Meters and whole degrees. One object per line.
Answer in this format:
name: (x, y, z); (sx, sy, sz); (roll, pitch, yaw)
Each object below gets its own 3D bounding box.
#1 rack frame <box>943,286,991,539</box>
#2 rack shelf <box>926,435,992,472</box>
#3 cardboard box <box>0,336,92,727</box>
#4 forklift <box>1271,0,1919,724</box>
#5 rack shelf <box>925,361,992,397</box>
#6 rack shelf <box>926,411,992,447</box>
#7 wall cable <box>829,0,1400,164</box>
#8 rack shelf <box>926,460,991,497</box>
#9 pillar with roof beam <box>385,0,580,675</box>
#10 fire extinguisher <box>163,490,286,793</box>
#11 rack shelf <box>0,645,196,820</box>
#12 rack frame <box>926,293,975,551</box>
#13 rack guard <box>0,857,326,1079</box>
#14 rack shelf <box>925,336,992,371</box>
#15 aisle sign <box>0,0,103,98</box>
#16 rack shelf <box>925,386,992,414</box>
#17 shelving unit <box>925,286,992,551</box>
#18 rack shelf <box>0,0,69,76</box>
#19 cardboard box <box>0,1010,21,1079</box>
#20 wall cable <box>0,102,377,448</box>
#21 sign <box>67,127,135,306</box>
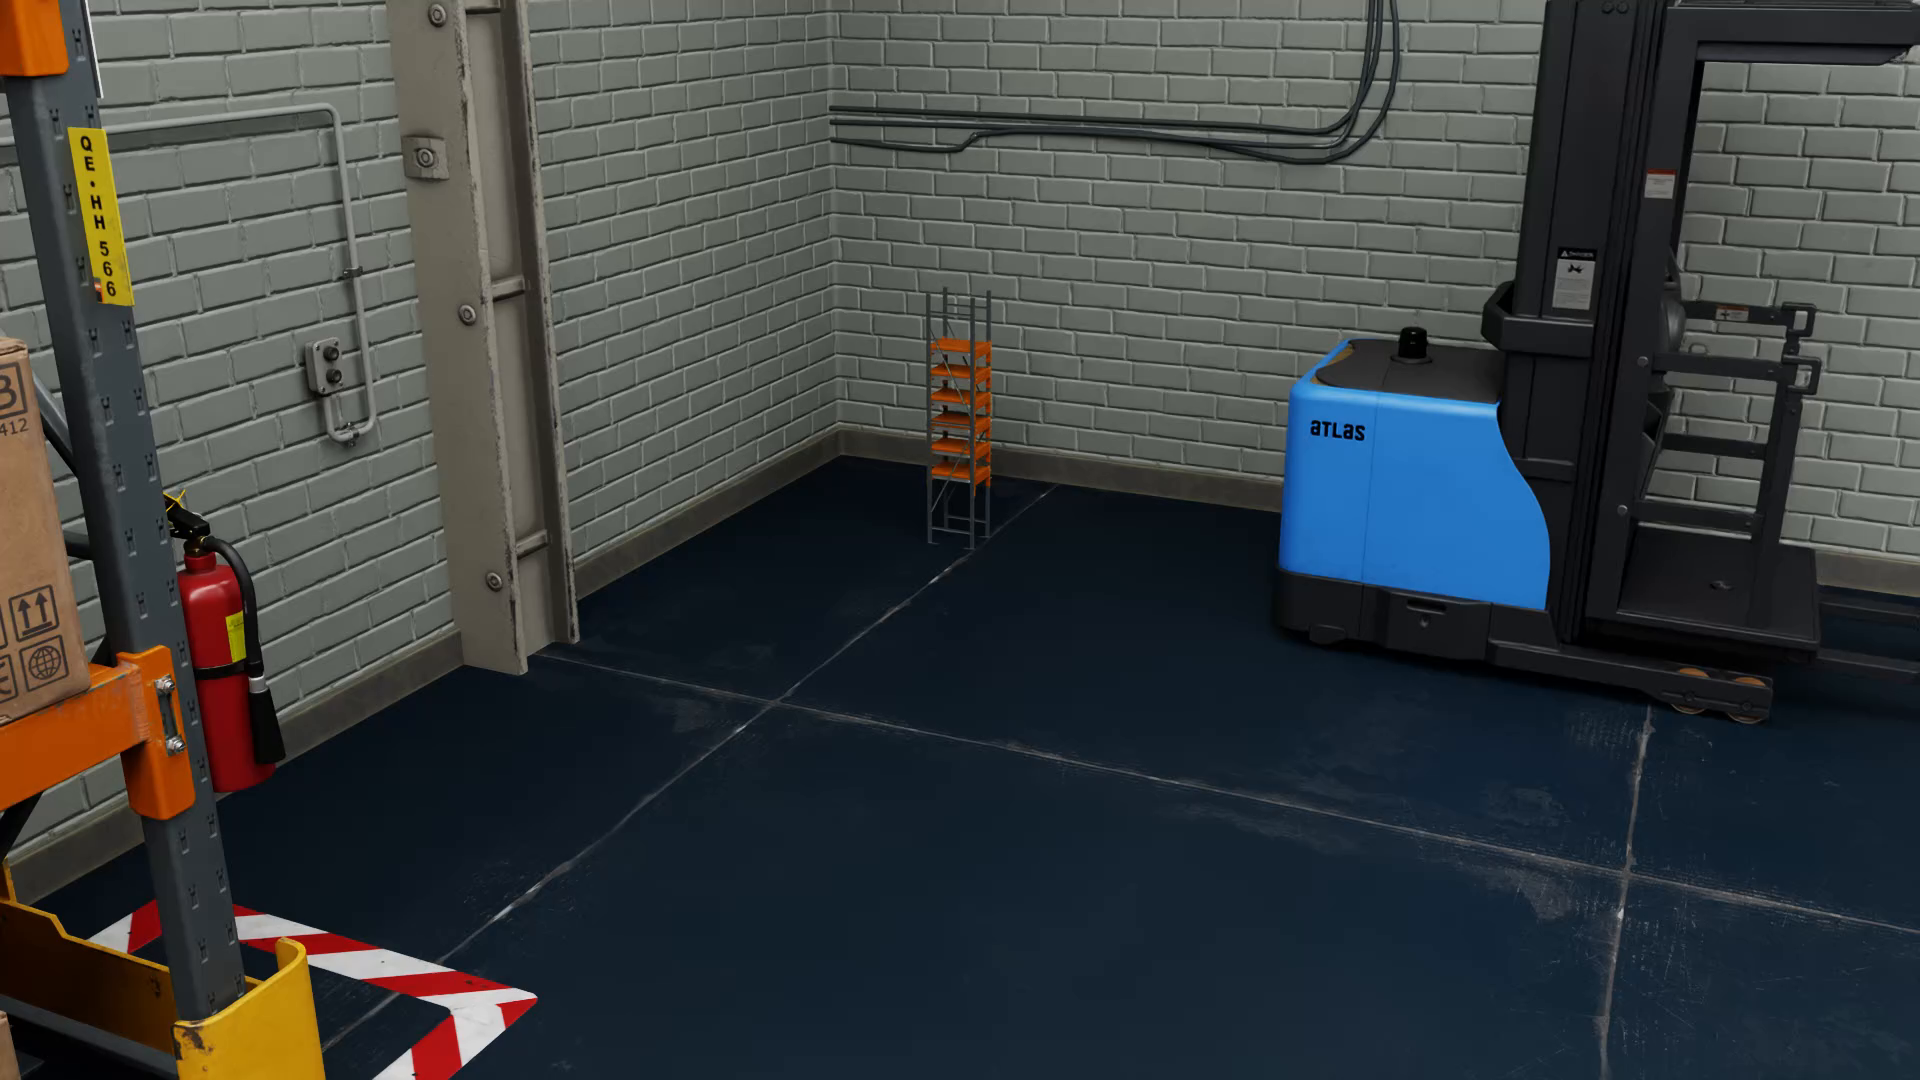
rack frame: (0.032, -0.589, 7.834); (0.240, 1.200, 0.006); (9, 21, 23)
rack shelf: (-0.006, -0.406, 7.810); (0.258, 0.103, 0.180); (9, 21, 23)
cardboard box: (-2.292, -0.006, 3.062); (0.980, 0.700, 0.700); (10, 22, 25)
forklift: (2.838, -0.912, 6.159); (3.031, 2.935, 1.130); (9, 21, 23)
rack shelf: (-0.006, -0.745, 7.690); (0.258, 0.103, 0.180); (9, 21, 23)
rack shelf: (-0.006, -0.519, 7.770); (0.258, 0.103, 0.180); (9, 21, 23)
wall cable: (0.550, -3.066, 7.793); (3.097, 2.526, 0.112); (9, 21, 23)
rack shelf: (-0.006, -0.293, 7.851); (0.258, 0.103, 0.180); (9, 21, 23)
pillar with roof beam: (2.152, -3.202, 3.543); (9.100, 9.000, 0.400); (9, 21, 23)
fire extinguisher: (-1.609, 0.207, 3.581); (0.296, 0.674, 0.183); (9, 21, 23)
rack shelf: (-2.911, 0.928, 1.956); (1.077, 0.370, 4.000); (9, 21, 23)
rack frame: (-0.043, -0.533, 7.677); (0.240, 1.200, 0.006); (9, 21, 23)
rack guard: (-2.082, 1.148, 3.994); (1.175, 0.500, 0.348); (9, 21, 23)
rack shelf: (-0.006, -0.858, 7.650); (0.258, 0.103, 0.180); (9, 21, 23)
aisle sign: (-1.789, -1.228, 3.065); (0.394, 0.787, 0.004); (9, 21, 23)
rack shelf: (-0.006, -0.632, 7.730); (0.258, 0.103, 0.180); (9, 21, 23)
shelving unit: (-0.006, -0.561, 7.755); (0.258, 1.200, 0.189); (9, 21, 23)
rack shelf: (-2.911, -0.485, 1.453); (1.077, 0.370, 4.000); (9, 21, 23)
cardboard box: (-2.287, 1.186, 3.262); (0.700, 0.500, 0.500); (9, 21, 23)
wall cable: (-2.431, -1.022, 4.850); (0.084, 1.984, 1.851); (9, 21, 23)
sign: (-1.603, -0.600, 3.099); (0.100, 0.325, 0.005); (9, 21, 23)
